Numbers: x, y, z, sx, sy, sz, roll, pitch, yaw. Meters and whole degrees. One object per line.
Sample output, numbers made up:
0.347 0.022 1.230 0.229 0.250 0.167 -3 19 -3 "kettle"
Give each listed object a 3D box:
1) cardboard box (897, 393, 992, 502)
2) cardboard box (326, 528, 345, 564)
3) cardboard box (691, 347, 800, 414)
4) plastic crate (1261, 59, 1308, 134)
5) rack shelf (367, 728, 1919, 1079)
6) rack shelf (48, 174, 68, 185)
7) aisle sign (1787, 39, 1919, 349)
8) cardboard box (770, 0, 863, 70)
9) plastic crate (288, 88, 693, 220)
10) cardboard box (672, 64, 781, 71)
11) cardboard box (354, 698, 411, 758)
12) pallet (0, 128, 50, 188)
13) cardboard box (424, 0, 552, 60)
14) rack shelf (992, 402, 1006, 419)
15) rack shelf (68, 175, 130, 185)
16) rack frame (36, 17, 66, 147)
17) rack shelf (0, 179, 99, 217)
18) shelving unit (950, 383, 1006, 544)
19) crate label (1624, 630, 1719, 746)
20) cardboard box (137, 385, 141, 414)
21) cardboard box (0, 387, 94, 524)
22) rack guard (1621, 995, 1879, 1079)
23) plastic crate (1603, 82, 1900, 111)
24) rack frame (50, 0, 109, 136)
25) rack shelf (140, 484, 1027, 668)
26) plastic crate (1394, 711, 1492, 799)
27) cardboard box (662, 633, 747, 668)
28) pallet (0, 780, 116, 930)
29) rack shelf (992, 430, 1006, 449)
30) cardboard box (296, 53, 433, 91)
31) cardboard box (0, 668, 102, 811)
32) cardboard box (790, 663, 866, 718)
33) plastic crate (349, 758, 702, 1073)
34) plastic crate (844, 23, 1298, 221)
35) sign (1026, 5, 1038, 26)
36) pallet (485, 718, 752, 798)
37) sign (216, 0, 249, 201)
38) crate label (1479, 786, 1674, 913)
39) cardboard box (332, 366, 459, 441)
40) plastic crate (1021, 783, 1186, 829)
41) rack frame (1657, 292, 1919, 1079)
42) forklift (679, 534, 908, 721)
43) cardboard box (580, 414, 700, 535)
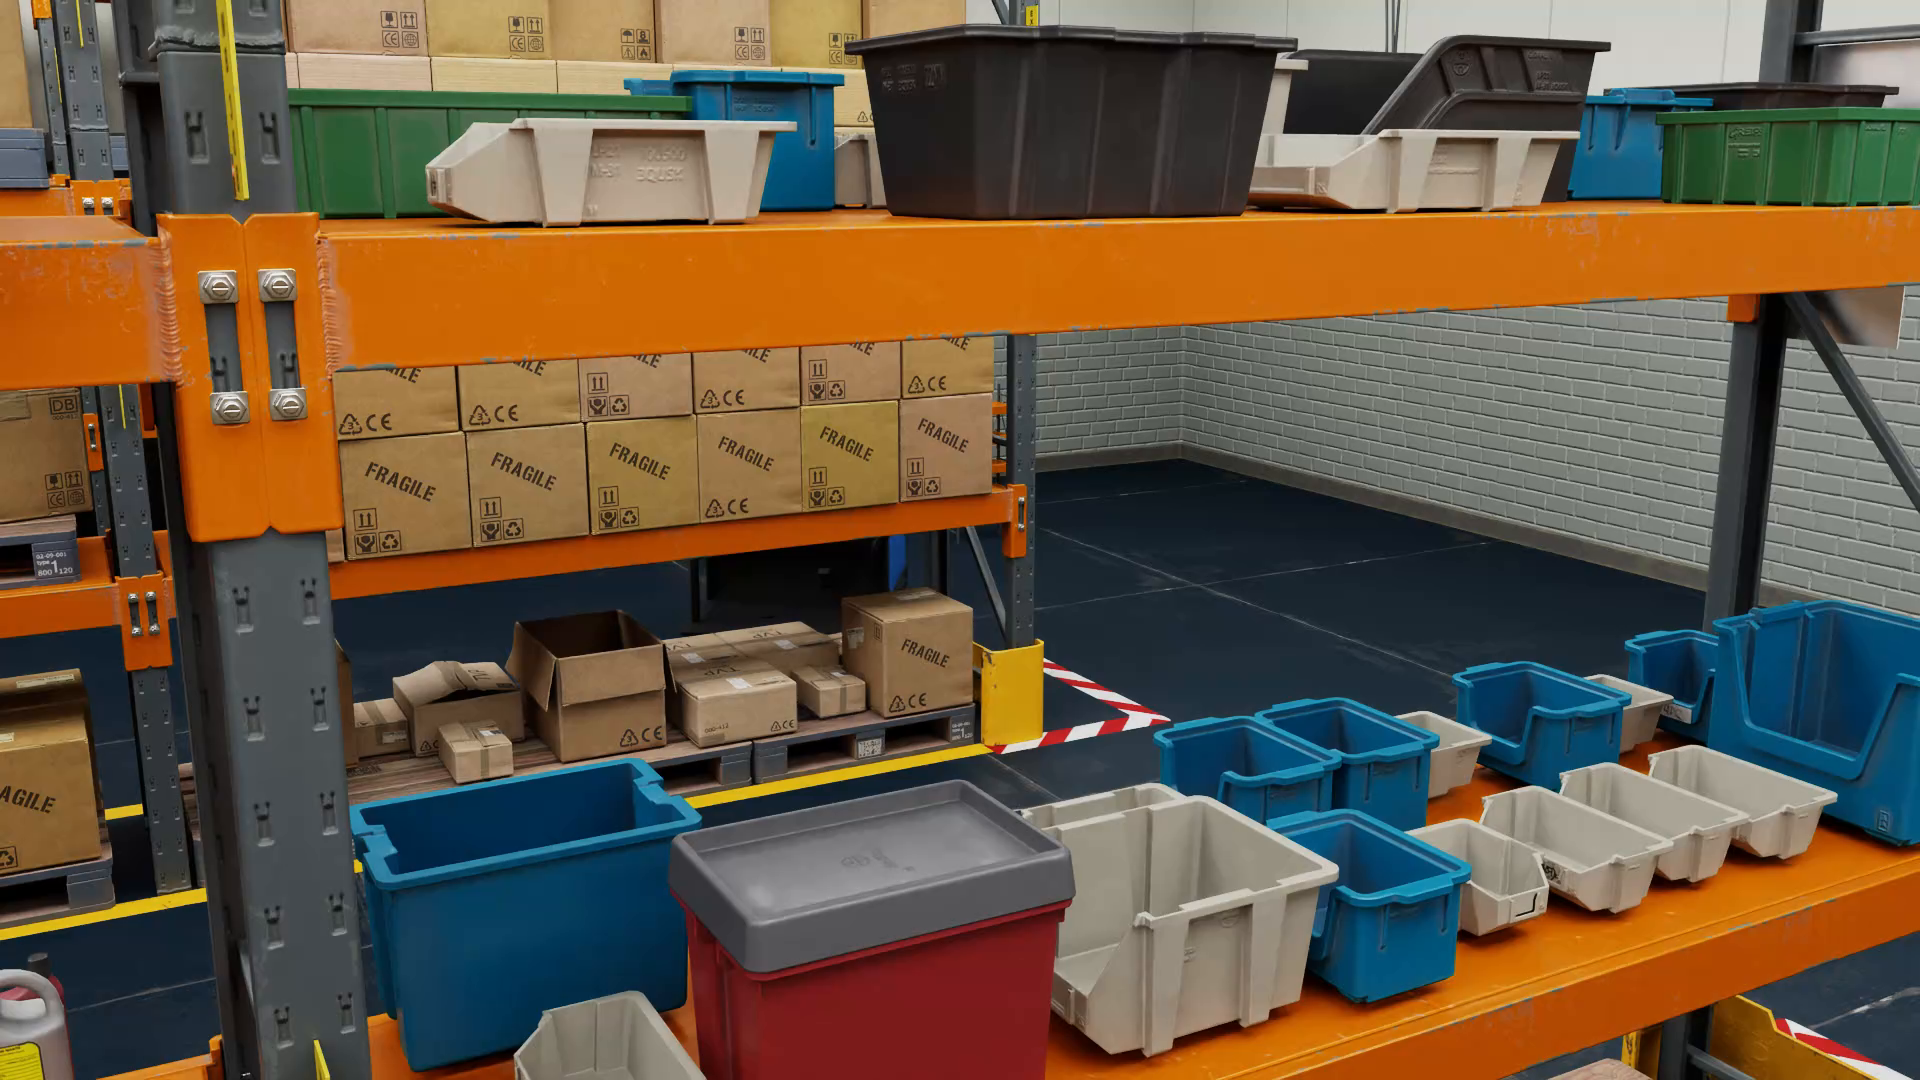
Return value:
-0.175 -0.497 8.257 0.500 0.500 0.500 -6 14 -26 "cardboard box"
-2.845 -0.177 6.835 0.500 0.500 0.500 -6 14 -26 "cardboard box"
-1.067 -0.876 7.663 0.500 0.500 0.500 -6 14 -26 "cardboard box"
0.365 -0.825 3.379 0.530 0.282 0.437 -7 14 -28 "plastic crate"
0.703 0.969 3.611 4.000 0.370 1.077 -7 14 -28 "rack shelf"
-7.555 -1.983 9.896 4.000 0.370 1.077 -7 14 -28 "rack shelf"
2.379 -0.926 4.470 0.004 0.787 0.394 -7 14 -28 "aisle sign"
-0.835 -2.454 7.845 0.500 0.500 0.700 -7 14 -28 "cardboard box"
-0.826 -0.635 2.748 0.662 0.188 0.450 -7 14 -28 "plastic crate"
-1.120 -1.974 7.420 0.500 0.250 0.500 -7 14 -28 "cardboard box"
-2.758 0.884 7.842 0.250 0.149 0.380 -7 14 -28 "cardboard box"
-4.029 -1.443 6.288 1.003 0.211 1.213 -7 14 -28 "pallet"
-2.072 -2.264 7.002 0.500 0.500 0.700 -7 14 -28 "cardboard box"
0.145 -0.986 12.969 0.480 0.148 0.258 -7 14 -28 "rack shelf"
-4.044 -2.404 11.766 4.000 0.370 1.077 -7 14 -28 "rack shelf"
-5.800 -4.008 10.422 0.127 3.000 1.000 -7 14 -28 "rack frame"
-5.178 -1.029 5.656 4.000 0.370 1.077 -7 14 -28 "rack shelf"
0.145 -0.603 13.055 0.503 1.200 0.258 -7 14 -28 "shelving unit"
2.084 0.422 4.646 0.303 0.233 0.416 -7 14 -28 "crate label"
-5.316 -1.281 11.288 0.700 0.700 0.980 -7 14 -27 "cardboard box"
-3.946 -0.374 6.754 0.700 0.500 0.500 11 17 41 "cardboard box"
2.473 1.622 4.764 0.348 0.500 1.175 -7 14 -28 "rack guard"
1.987 -1.006 4.211 0.590 0.269 0.497 -7 14 -28 "plastic crate"
-3.423 -3.054 6.182 0.127 3.000 1.000 -7 14 -28 "rack frame"
-1.668 0.014 7.855 4.000 0.370 1.077 -7 14 -28 "rack shelf"
1.167 0.558 4.260 0.298 0.136 0.250 -7 14 -28 "plastic crate"
-1.403 0.687 8.486 0.500 0.250 0.500 -7 14 -28 "cardboard box"
-4.119 1.326 6.735 1.213 0.211 1.003 -7 14 -28 "pallet"
0.145 -0.755 13.020 0.480 0.148 0.258 -7 14 -28 "rack shelf"
-2.439 -1.817 6.723 0.500 0.250 0.500 -7 14 -28 "cardboard box"
-3.964 0.882 7.050 0.500 0.500 0.500 -8 15 -30 "cardboard box"
-0.670 0.750 8.396 0.250 0.166 0.380 -7 14 -28 "cardboard box"
-0.807 0.692 3.103 0.575 0.384 0.392 -7 14 -28 "plastic crate"
0.169 -0.649 2.628 0.590 0.269 0.497 -7 14 -28 "plastic crate"
0.336 -2.334 7.800 0.005 0.325 0.100 -7 14 -28 "sign"
-1.748 1.032 8.042 1.213 0.211 1.003 -7 14 -28 "pallet"
-0.791 -0.533 1.795 0.005 0.325 0.100 -7 14 -28 "sign"
1.335 0.689 3.679 0.243 0.136 0.396 -7 14 -28 "crate label"
-2.422 -0.713 6.941 0.500 0.500 0.500 -7 15 -30 "cardboard box"
0.332 0.686 3.691 0.466 0.136 0.293 -7 14 -28 "plastic crate"
2.458 0.407 4.467 0.127 3.000 1.000 -7 14 -28 "rack frame"
-0.981 -0.668 9.400 1.130 2.935 3.031 1 13 4 "forklift"
-1.511 -0.337 7.548 0.500 0.500 0.500 -7 14 -29 "cardboard box"
